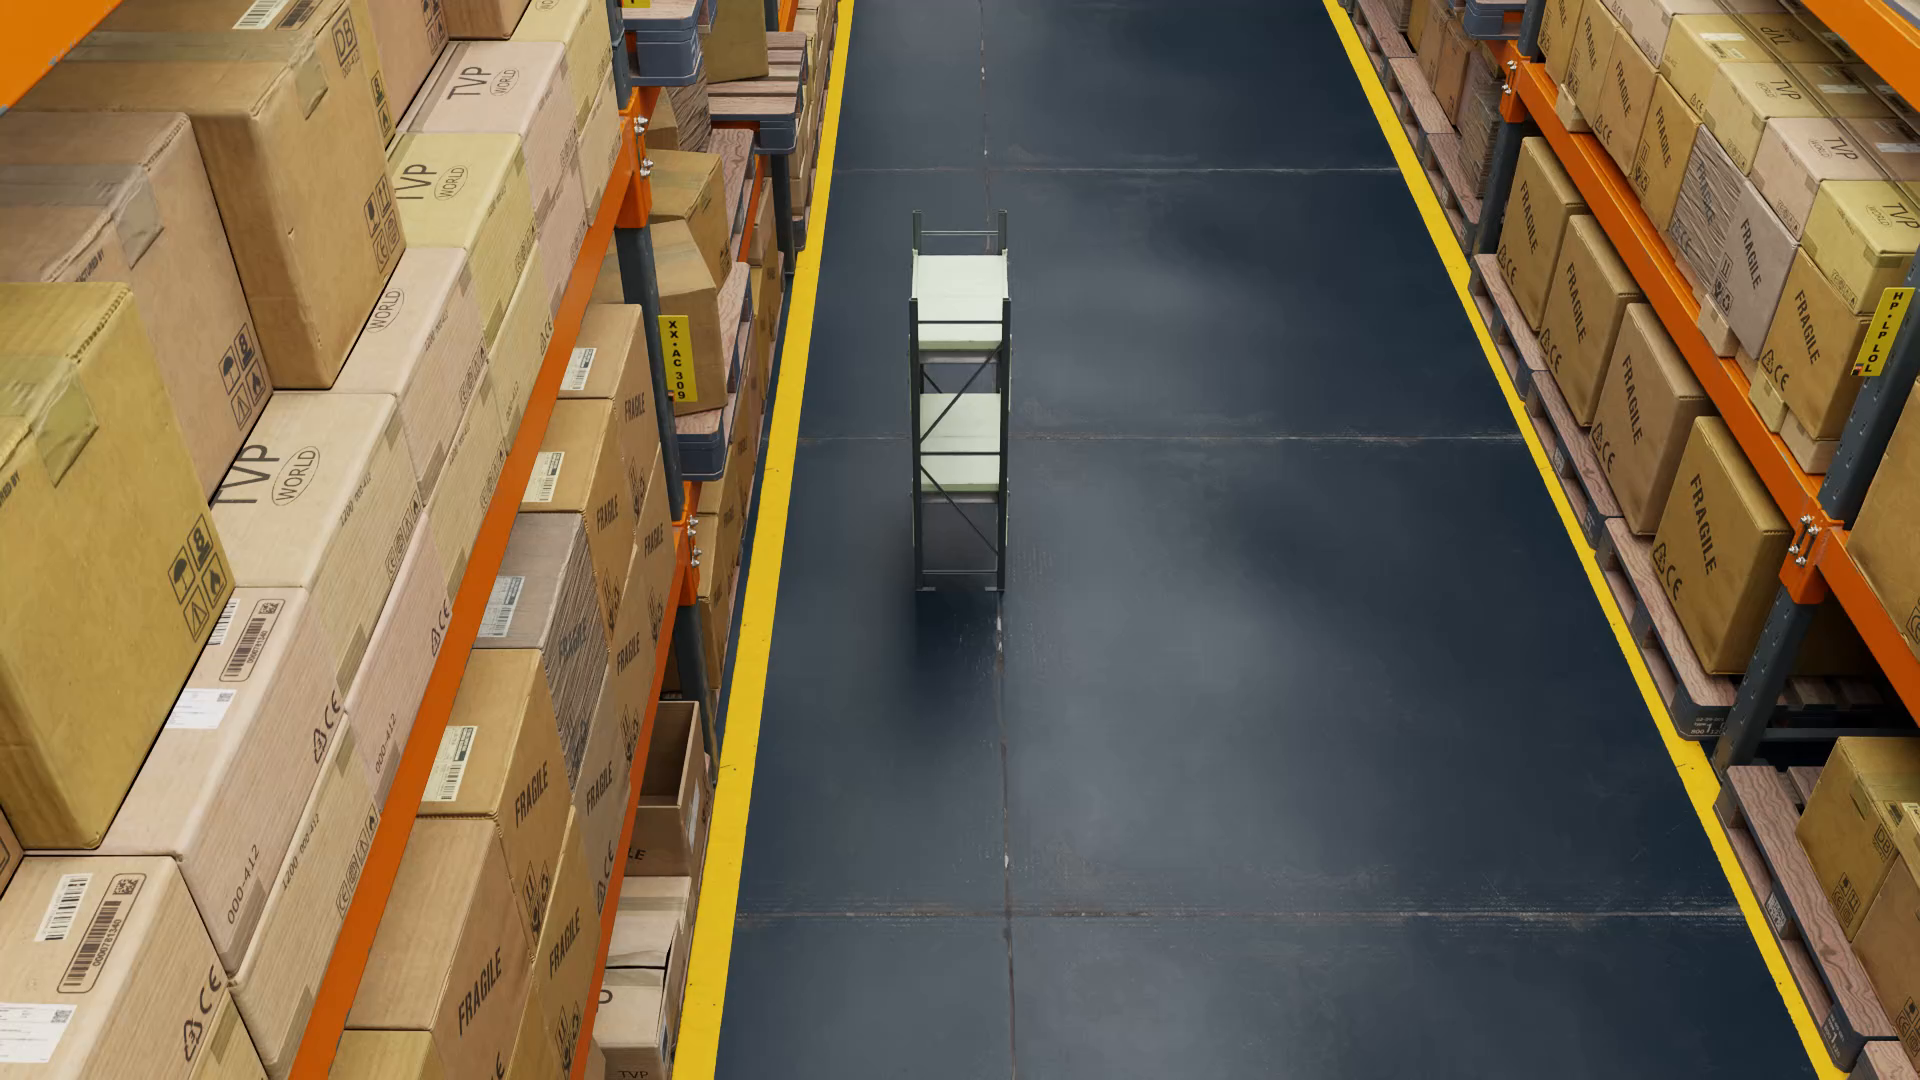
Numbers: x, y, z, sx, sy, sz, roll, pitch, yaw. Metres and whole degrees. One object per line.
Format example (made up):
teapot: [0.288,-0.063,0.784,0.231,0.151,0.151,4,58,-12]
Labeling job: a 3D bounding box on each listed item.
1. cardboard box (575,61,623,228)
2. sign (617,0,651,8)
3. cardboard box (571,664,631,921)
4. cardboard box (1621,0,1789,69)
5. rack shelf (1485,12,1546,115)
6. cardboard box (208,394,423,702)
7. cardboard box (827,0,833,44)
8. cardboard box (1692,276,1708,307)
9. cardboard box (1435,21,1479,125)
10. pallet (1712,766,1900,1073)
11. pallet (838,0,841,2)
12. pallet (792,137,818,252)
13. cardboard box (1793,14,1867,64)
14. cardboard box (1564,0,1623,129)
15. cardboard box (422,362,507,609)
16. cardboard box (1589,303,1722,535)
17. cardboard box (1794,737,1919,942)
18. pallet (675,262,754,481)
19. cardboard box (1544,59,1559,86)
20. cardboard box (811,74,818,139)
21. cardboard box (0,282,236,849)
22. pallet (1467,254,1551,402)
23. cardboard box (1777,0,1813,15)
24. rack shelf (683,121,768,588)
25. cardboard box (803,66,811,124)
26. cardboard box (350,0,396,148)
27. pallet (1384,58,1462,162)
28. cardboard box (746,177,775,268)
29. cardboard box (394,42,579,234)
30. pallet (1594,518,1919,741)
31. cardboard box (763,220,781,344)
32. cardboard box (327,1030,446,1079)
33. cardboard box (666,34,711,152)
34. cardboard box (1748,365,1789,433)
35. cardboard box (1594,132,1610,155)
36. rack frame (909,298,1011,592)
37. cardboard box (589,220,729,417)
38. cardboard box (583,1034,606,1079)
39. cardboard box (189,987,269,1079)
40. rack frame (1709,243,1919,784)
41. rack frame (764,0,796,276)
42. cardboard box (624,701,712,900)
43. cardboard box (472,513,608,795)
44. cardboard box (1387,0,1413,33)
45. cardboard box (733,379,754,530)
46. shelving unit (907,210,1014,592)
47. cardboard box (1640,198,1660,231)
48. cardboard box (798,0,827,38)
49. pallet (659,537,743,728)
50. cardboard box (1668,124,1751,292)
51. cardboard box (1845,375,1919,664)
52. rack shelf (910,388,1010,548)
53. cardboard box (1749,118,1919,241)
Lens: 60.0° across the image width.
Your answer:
cardboard box: [-1.192,-1.050,4.383,0.500,0.250,0.500,0,39,0]
sign: [-0.916,-1.620,4.560,0.100,0.325,0.005,0,39,0]
cardboard box: [-1.197,0.675,4.429,0.500,0.500,0.500,1,39,1]
cardboard box: [3.239,-2.272,7.253,0.500,0.250,0.500,0,39,0]
rack shelf: [3.488,-3.720,10.568,1.077,0.370,4.000,0,39,0]
cardboard box: [-1.195,0.005,2.666,0.500,0.250,0.500,0,39,0]
cardboard box: [-1.179,-3.761,11.907,0.500,0.250,0.500,-1,39,-1]
cardboard box: [3.239,-1.007,6.793,0.380,0.149,0.250,0,39,0]
cardboard box: [3.524,-3.029,10.778,0.700,0.500,0.500,0,39,0]
pallet: [3.417,1.316,5.940,1.003,0.211,1.213,0,39,0]
pallet: [-1.427,-4.654,13.389,1.003,0.211,1.213,0,39,0]
pallet: [-1.426,-2.170,10.289,1.003,0.211,1.213,0,39,0]
cardboard box: [3.745,-1.959,6.862,0.500,0.250,0.500,-1,39,-1]
cardboard box: [3.226,-2.281,7.864,0.500,0.500,0.500,1,39,1]
cardboard box: [-1.198,-0.112,3.213,0.500,0.250,0.500,0,39,0]
cardboard box: [3.360,-0.535,7.403,0.750,0.750,0.750,1,39,1]
cardboard box: [3.393,1.031,5.728,0.700,0.500,0.500,0,39,1]
pallet: [-1.351,-0.667,6.337,1.003,0.211,1.213,0,39,0]
cardboard box: [3.259,-2.453,8.598,0.380,0.149,0.250,-1,39,-1]
cardboard box: [-1.179,-2.802,10.710,0.500,0.250,0.500,-1,39,-1]
cardboard box: [-1.387,0.025,2.041,0.700,0.500,0.500,0,39,0]
pallet: [3.416,-1.168,9.039,1.003,0.211,1.213,0,39,0]
cardboard box: [3.744,-2.277,7.259,0.500,0.250,0.500,-1,39,-1]
rack shelf: [-1.461,-1.212,7.439,1.077,0.370,4.000,0,39,0]
cardboard box: [-1.180,-2.710,10.147,0.500,0.311,0.500,-1,39,-1]
cardboard box: [-1.555,-0.912,3.212,0.700,0.500,0.500,0,39,0]
pallet: [3.492,-2.911,11.214,1.003,0.211,1.213,0,39,0]
cardboard box: [-1.224,-1.613,8.411,0.500,0.250,0.500,1,39,2]
cardboard box: [-1.190,-0.933,3.837,0.500,0.250,0.500,0,39,0]
pallet: [3.418,0.357,7.135,1.003,0.211,1.213,0,39,0]
cardboard box: [-1.228,-1.355,8.690,0.500,0.500,0.500,1,39,2]
cardboard box: [-1.199,1.225,2.943,0.500,0.500,0.500,0,39,0]
cardboard box: [-1.540,-1.981,7.407,0.700,0.500,0.500,7,39,8]
cardboard box: [3.187,-0.527,6.194,0.380,0.149,0.250,1,39,1]
cardboard box: [3.290,-1.972,7.997,0.380,0.149,0.250,0,39,0]
rack frame: [0.000,-0.361,7.001,0.400,1.500,0.023,0,39,0]
cardboard box: [-1.236,-0.742,5.861,0.700,0.500,0.500,-13,40,-15]
cardboard box: [-1.452,1.735,4.831,0.797,0.503,0.637,0,39,0]
cardboard box: [-1.201,0.826,2.042,0.500,0.250,0.500,0,39,0]
rack frame: [3.495,-0.248,5.661,1.000,3.000,0.127,0,39,0]
rack frame: [-1.464,-2.744,8.775,1.000,3.000,0.127,0,39,0]
cardboard box: [-1.175,0.918,5.853,0.500,0.500,0.500,0,39,0]
cardboard box: [-1.196,0.280,4.122,0.500,0.500,0.500,0,39,0]
cardboard box: [3.503,-3.987,11.974,0.700,0.500,0.500,1,39,1]
cardboard box: [-1.221,-0.387,7.482,0.500,0.500,0.500,0,39,0]
shelving unit: [0.000,-0.589,7.286,0.431,1.500,0.755,0,39,0]
cardboard box: [3.271,-1.494,7.401,0.380,0.149,0.250,0,39,0]
cardboard box: [-1.176,-3.664,11.338,0.500,0.311,0.500,0,39,0]
pallet: [-1.498,0.337,7.160,1.003,0.211,1.213,0,39,0]
cardboard box: [3.239,-1.333,6.681,0.500,0.500,0.500,0,39,0]
cardboard box: [3.479,-0.026,5.144,0.980,0.700,0.700,1,39,1]
rack shelf: [0.000,-0.335,7.490,0.431,0.370,0.720,0,39,0]
cardboard box: [3.247,-1.315,6.059,0.500,0.250,0.500,1,39,1]
